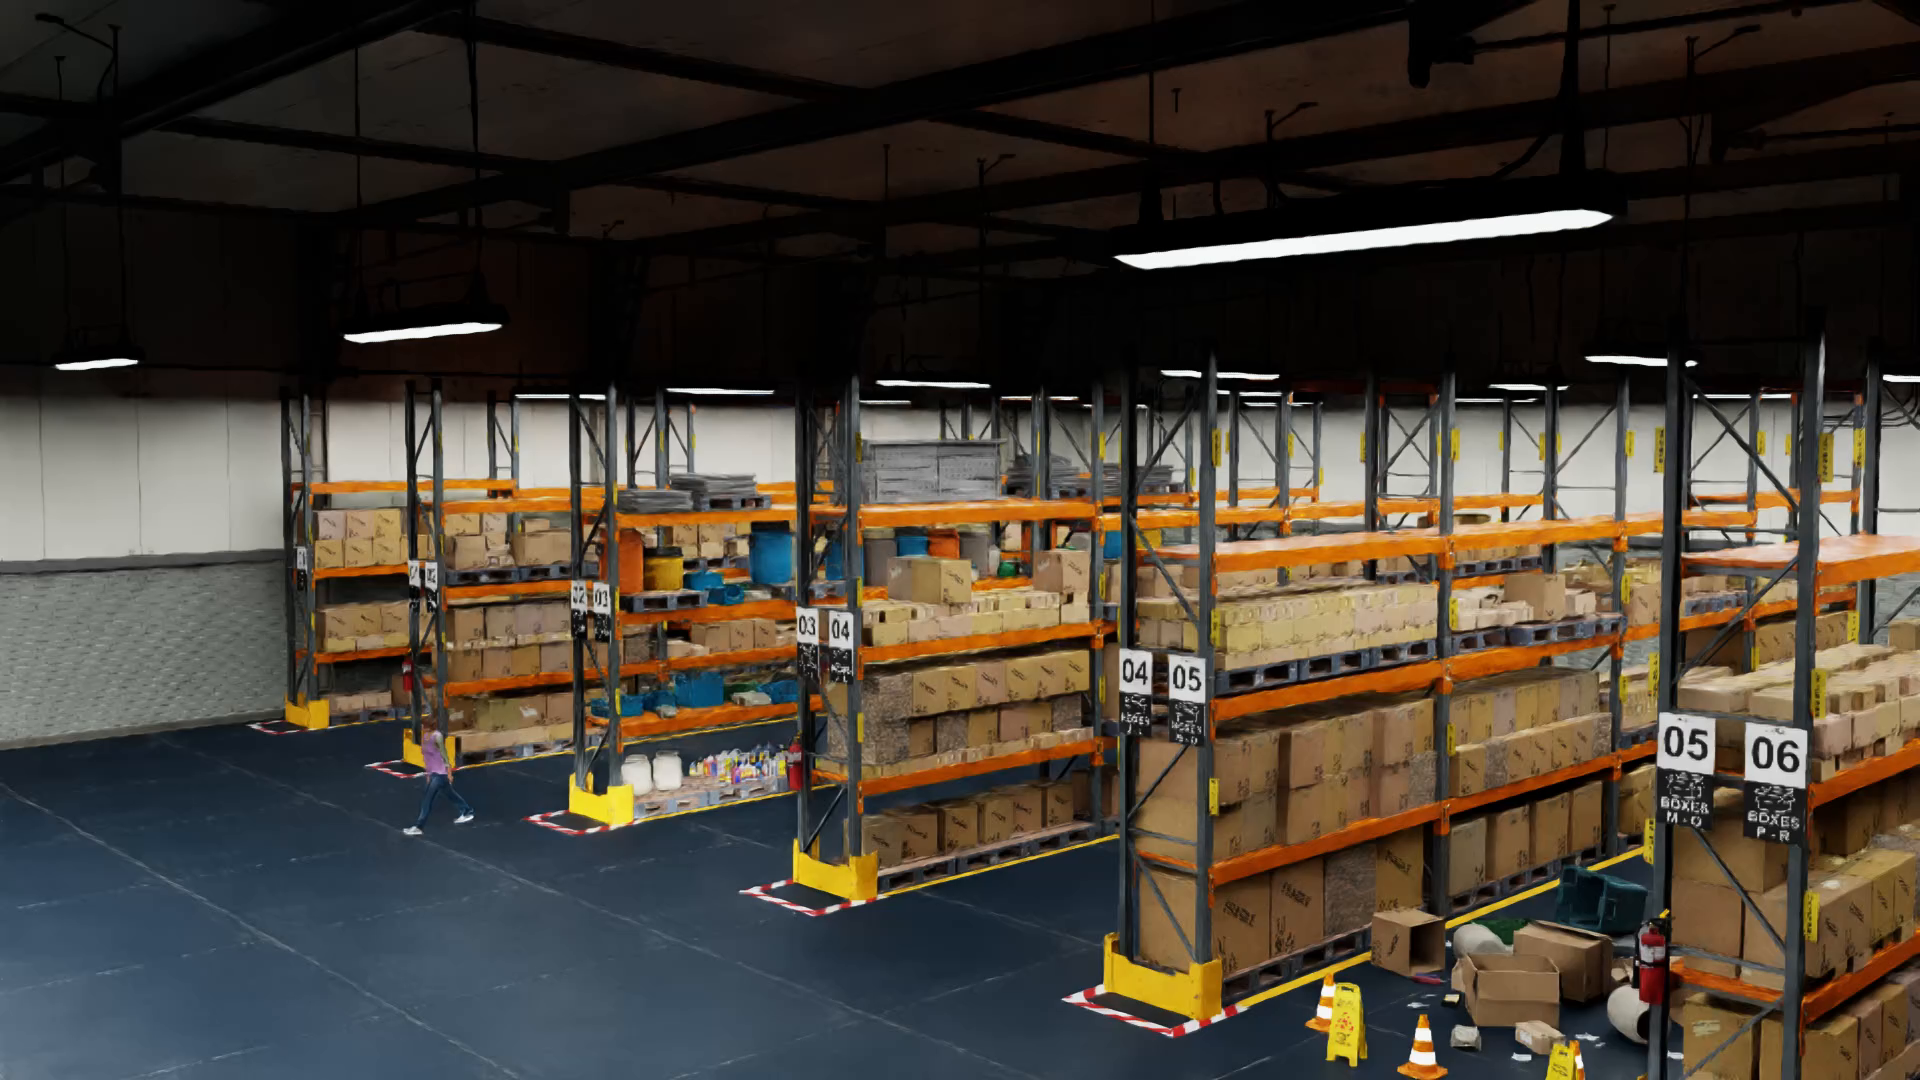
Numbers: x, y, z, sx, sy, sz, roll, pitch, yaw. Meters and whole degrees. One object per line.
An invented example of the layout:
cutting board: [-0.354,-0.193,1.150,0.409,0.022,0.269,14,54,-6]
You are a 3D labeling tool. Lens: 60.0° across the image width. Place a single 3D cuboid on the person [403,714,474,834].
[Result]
person: [-6.812,3.014,21.624,1.036,1.507,0.417,-3,5,-40]
